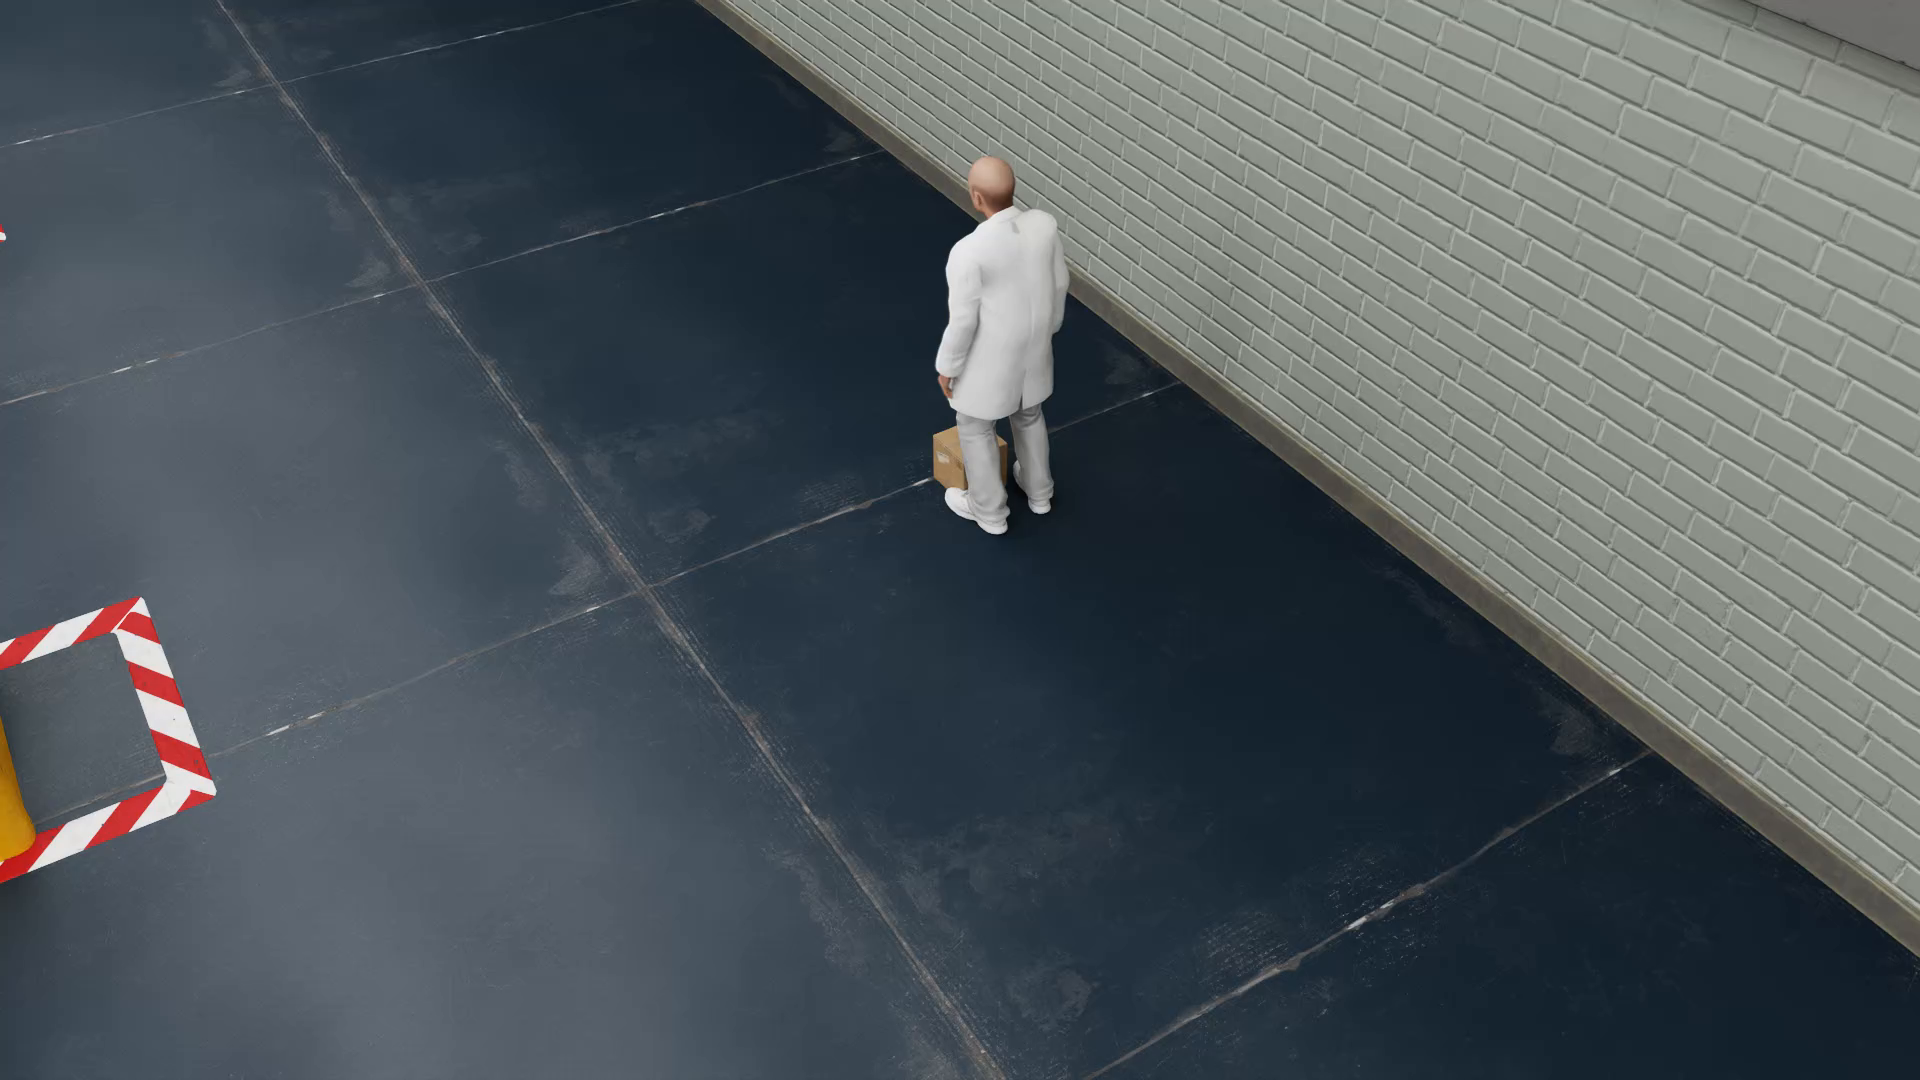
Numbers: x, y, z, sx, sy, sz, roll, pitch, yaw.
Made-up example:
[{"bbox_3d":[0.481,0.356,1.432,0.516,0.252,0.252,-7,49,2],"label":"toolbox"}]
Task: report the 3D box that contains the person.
[{"bbox_3d":[0.172,-0.814,7.131,0.653,1.774,0.424,-25,46,-26],"label":"person"}]
